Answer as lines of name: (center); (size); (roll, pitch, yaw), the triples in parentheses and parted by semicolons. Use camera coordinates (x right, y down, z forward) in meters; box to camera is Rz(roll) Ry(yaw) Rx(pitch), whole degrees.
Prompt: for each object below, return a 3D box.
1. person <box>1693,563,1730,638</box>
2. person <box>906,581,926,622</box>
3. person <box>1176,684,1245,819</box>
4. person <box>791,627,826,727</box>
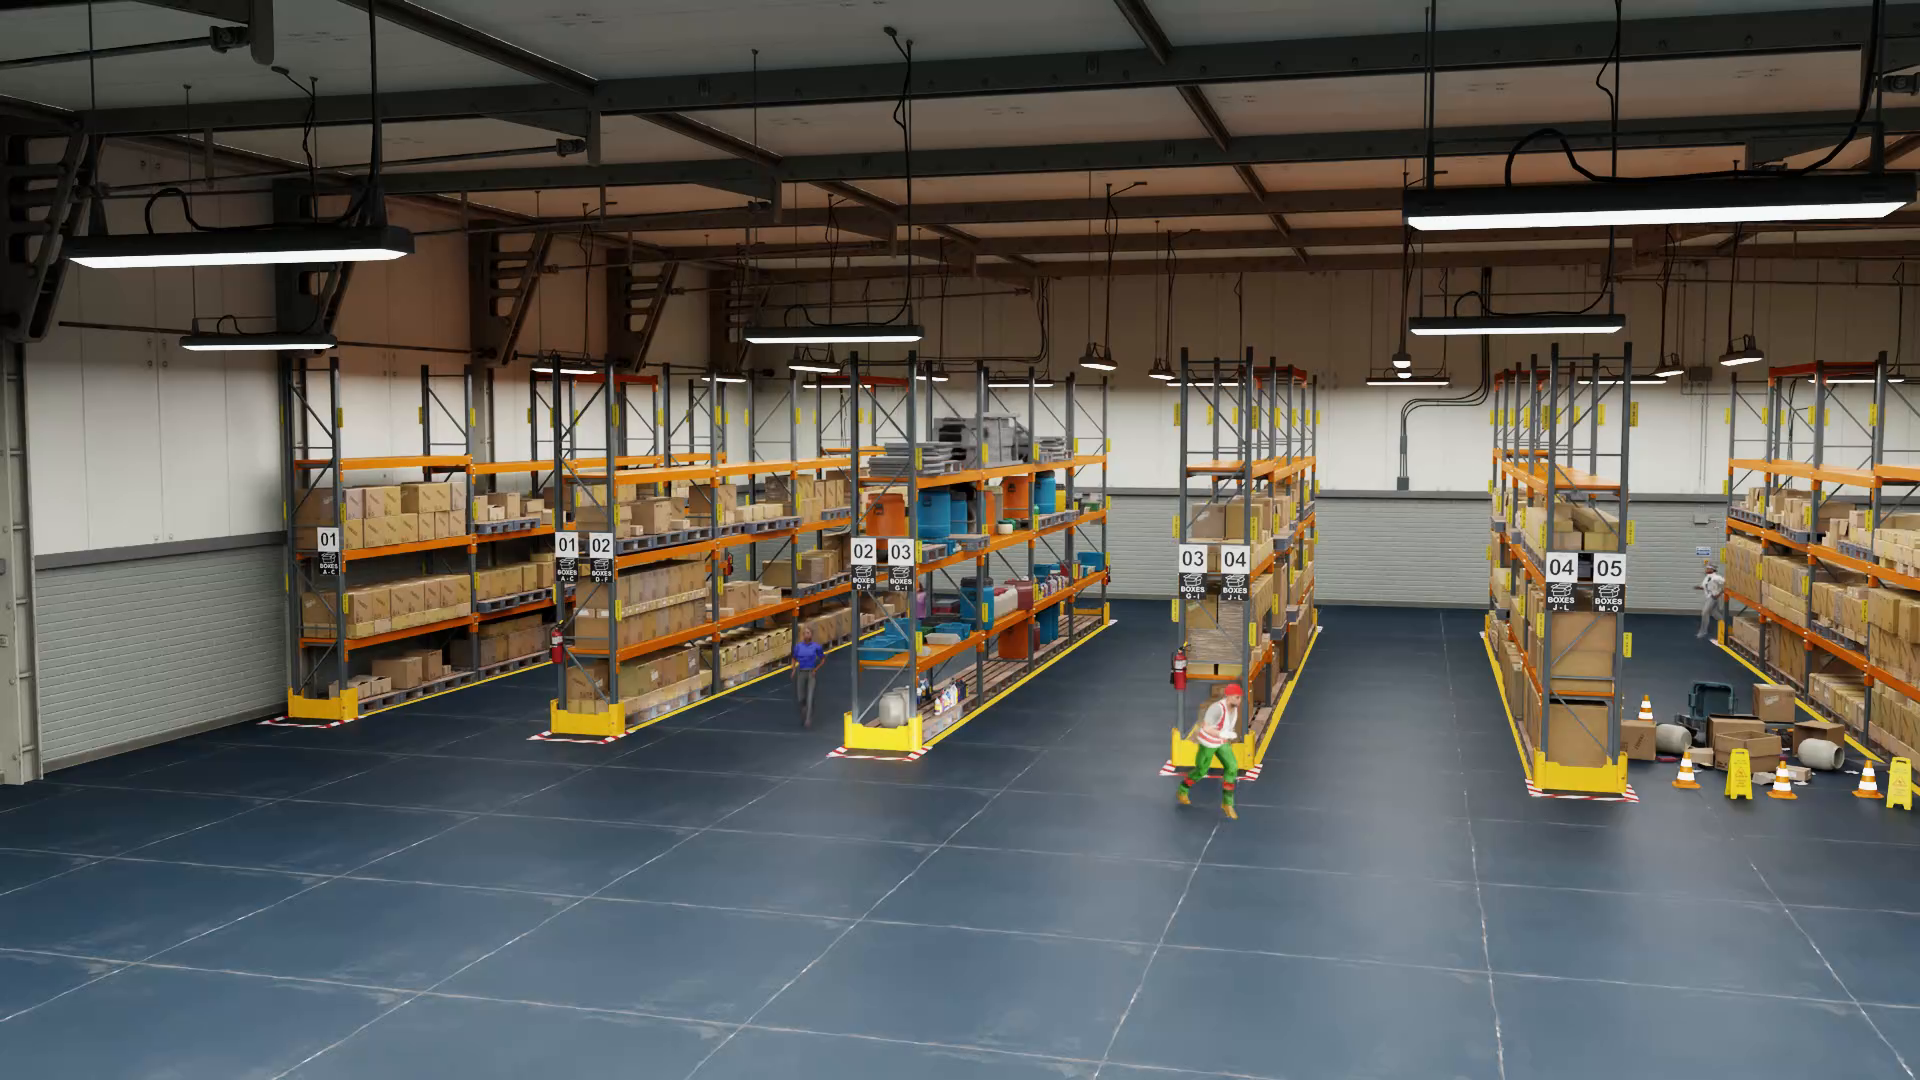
person: (17.185, 1.372, 37.927); (0.857, 1.726, 0.529); (1, 4, 9)
person: (-0.887, 1.653, 35.196); (0.541, 1.560, 0.549); (1, 4, 9)
person: (3.181, 2.637, 21.069); (0.706, 1.732, 1.048); (-4, 6, -44)
person: (-2.477, 2.227, 27.109); (0.583, 1.605, 0.558); (0, 4, 5)
